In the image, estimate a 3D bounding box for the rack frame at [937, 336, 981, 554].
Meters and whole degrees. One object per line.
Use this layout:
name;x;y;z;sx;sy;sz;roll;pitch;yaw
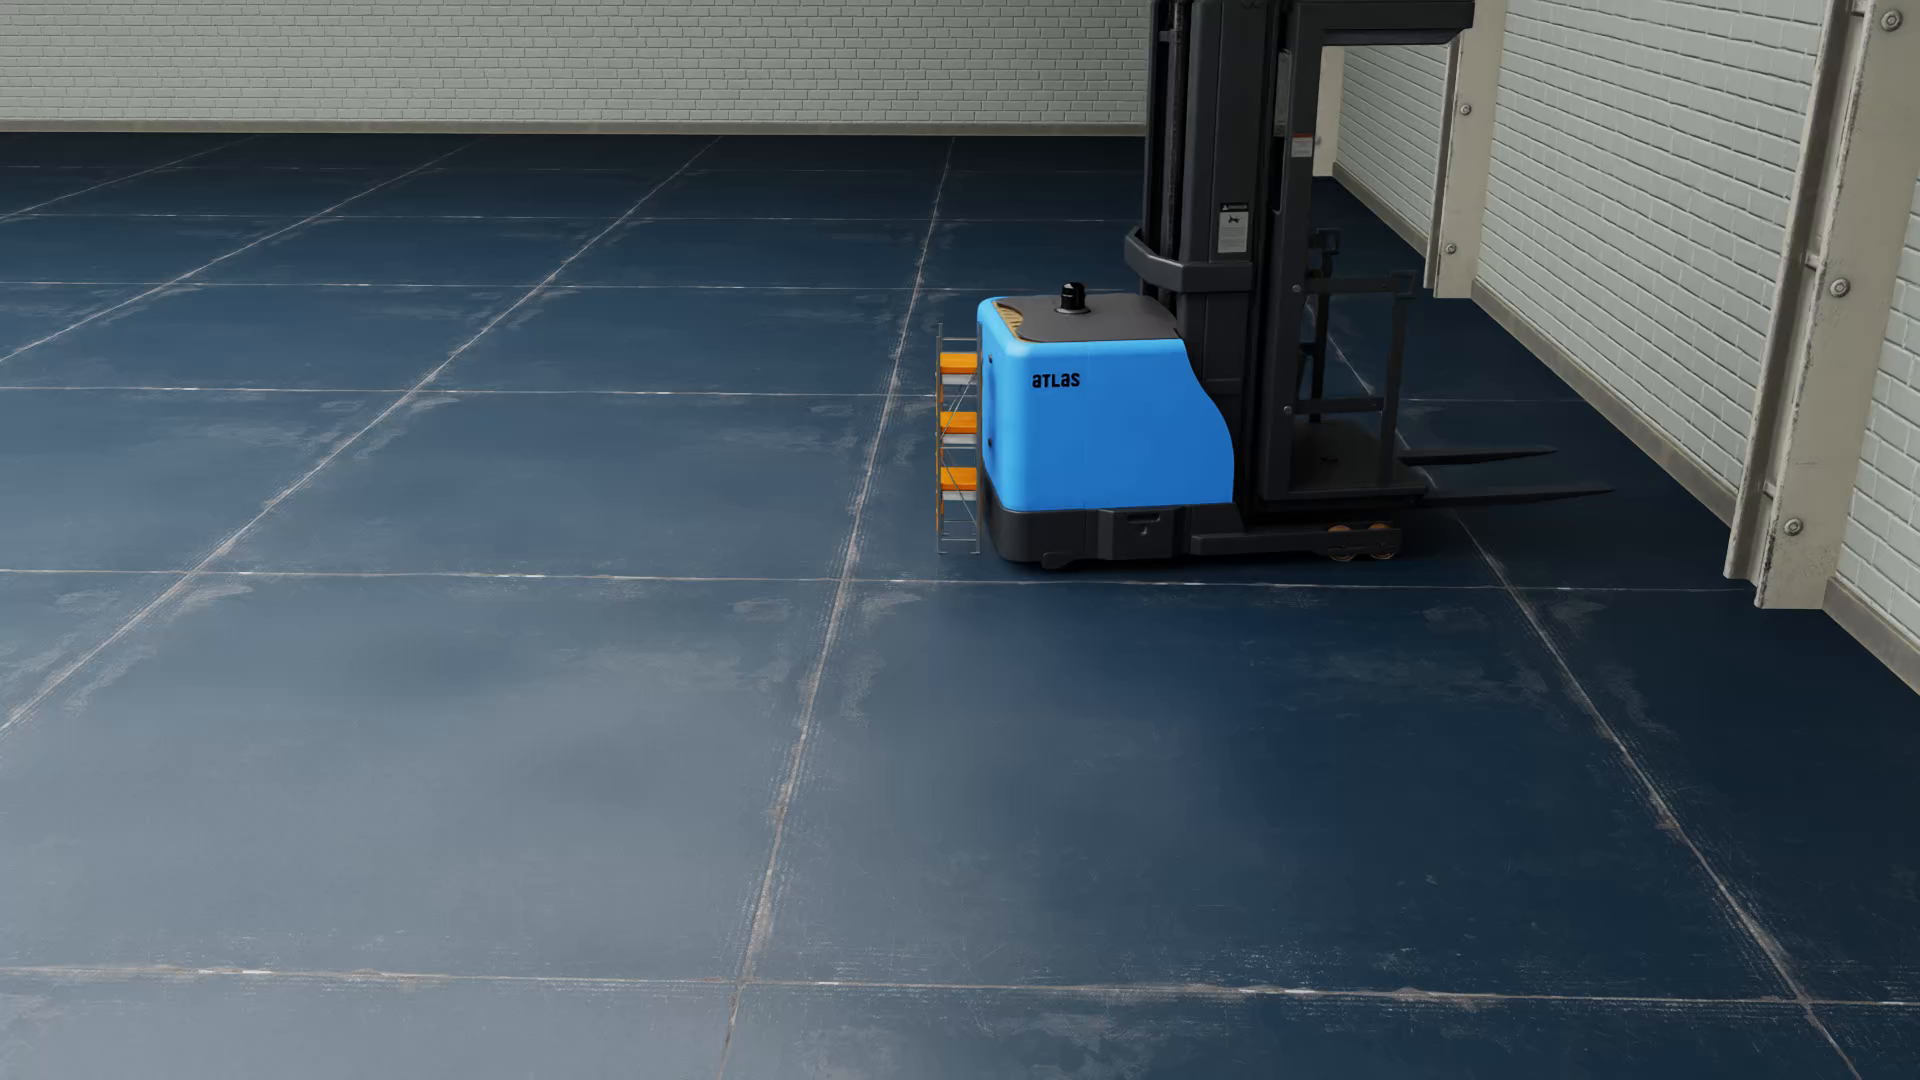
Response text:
rack frame;-0.005;-0.426;7.675;0.200;1.050;0.008;1;21;2

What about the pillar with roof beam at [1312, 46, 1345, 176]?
pillar with roof beam;-0.290;-8.354;17.118;9.100;9.000;0.400;1;21;2

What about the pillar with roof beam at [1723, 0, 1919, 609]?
pillar with roof beam;-0.655;-4.015;5.936;9.100;9.000;0.400;1;21;2

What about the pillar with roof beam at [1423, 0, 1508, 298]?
pillar with roof beam;-0.473;-6.184;11.527;9.100;9.000;0.400;1;21;2

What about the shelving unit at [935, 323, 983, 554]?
shelving unit;-0.002;-0.470;7.789;0.215;1.050;0.252;1;21;2

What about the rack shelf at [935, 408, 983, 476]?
rack shelf;-0.002;-0.460;7.793;0.215;0.259;0.240;1;21;2

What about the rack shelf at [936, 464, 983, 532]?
rack shelf;-0.002;-0.201;7.894;0.215;0.259;0.240;1;21;2

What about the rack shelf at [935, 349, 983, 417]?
rack shelf;-0.002;-0.725;7.690;0.215;0.259;0.240;1;21;2

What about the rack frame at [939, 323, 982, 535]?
rack frame;0.002;-0.514;7.903;0.200;1.050;0.008;1;21;2

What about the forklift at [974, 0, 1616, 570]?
forklift;1.630;-1.452;7.719;3.031;2.935;1.130;-3;21;-7
